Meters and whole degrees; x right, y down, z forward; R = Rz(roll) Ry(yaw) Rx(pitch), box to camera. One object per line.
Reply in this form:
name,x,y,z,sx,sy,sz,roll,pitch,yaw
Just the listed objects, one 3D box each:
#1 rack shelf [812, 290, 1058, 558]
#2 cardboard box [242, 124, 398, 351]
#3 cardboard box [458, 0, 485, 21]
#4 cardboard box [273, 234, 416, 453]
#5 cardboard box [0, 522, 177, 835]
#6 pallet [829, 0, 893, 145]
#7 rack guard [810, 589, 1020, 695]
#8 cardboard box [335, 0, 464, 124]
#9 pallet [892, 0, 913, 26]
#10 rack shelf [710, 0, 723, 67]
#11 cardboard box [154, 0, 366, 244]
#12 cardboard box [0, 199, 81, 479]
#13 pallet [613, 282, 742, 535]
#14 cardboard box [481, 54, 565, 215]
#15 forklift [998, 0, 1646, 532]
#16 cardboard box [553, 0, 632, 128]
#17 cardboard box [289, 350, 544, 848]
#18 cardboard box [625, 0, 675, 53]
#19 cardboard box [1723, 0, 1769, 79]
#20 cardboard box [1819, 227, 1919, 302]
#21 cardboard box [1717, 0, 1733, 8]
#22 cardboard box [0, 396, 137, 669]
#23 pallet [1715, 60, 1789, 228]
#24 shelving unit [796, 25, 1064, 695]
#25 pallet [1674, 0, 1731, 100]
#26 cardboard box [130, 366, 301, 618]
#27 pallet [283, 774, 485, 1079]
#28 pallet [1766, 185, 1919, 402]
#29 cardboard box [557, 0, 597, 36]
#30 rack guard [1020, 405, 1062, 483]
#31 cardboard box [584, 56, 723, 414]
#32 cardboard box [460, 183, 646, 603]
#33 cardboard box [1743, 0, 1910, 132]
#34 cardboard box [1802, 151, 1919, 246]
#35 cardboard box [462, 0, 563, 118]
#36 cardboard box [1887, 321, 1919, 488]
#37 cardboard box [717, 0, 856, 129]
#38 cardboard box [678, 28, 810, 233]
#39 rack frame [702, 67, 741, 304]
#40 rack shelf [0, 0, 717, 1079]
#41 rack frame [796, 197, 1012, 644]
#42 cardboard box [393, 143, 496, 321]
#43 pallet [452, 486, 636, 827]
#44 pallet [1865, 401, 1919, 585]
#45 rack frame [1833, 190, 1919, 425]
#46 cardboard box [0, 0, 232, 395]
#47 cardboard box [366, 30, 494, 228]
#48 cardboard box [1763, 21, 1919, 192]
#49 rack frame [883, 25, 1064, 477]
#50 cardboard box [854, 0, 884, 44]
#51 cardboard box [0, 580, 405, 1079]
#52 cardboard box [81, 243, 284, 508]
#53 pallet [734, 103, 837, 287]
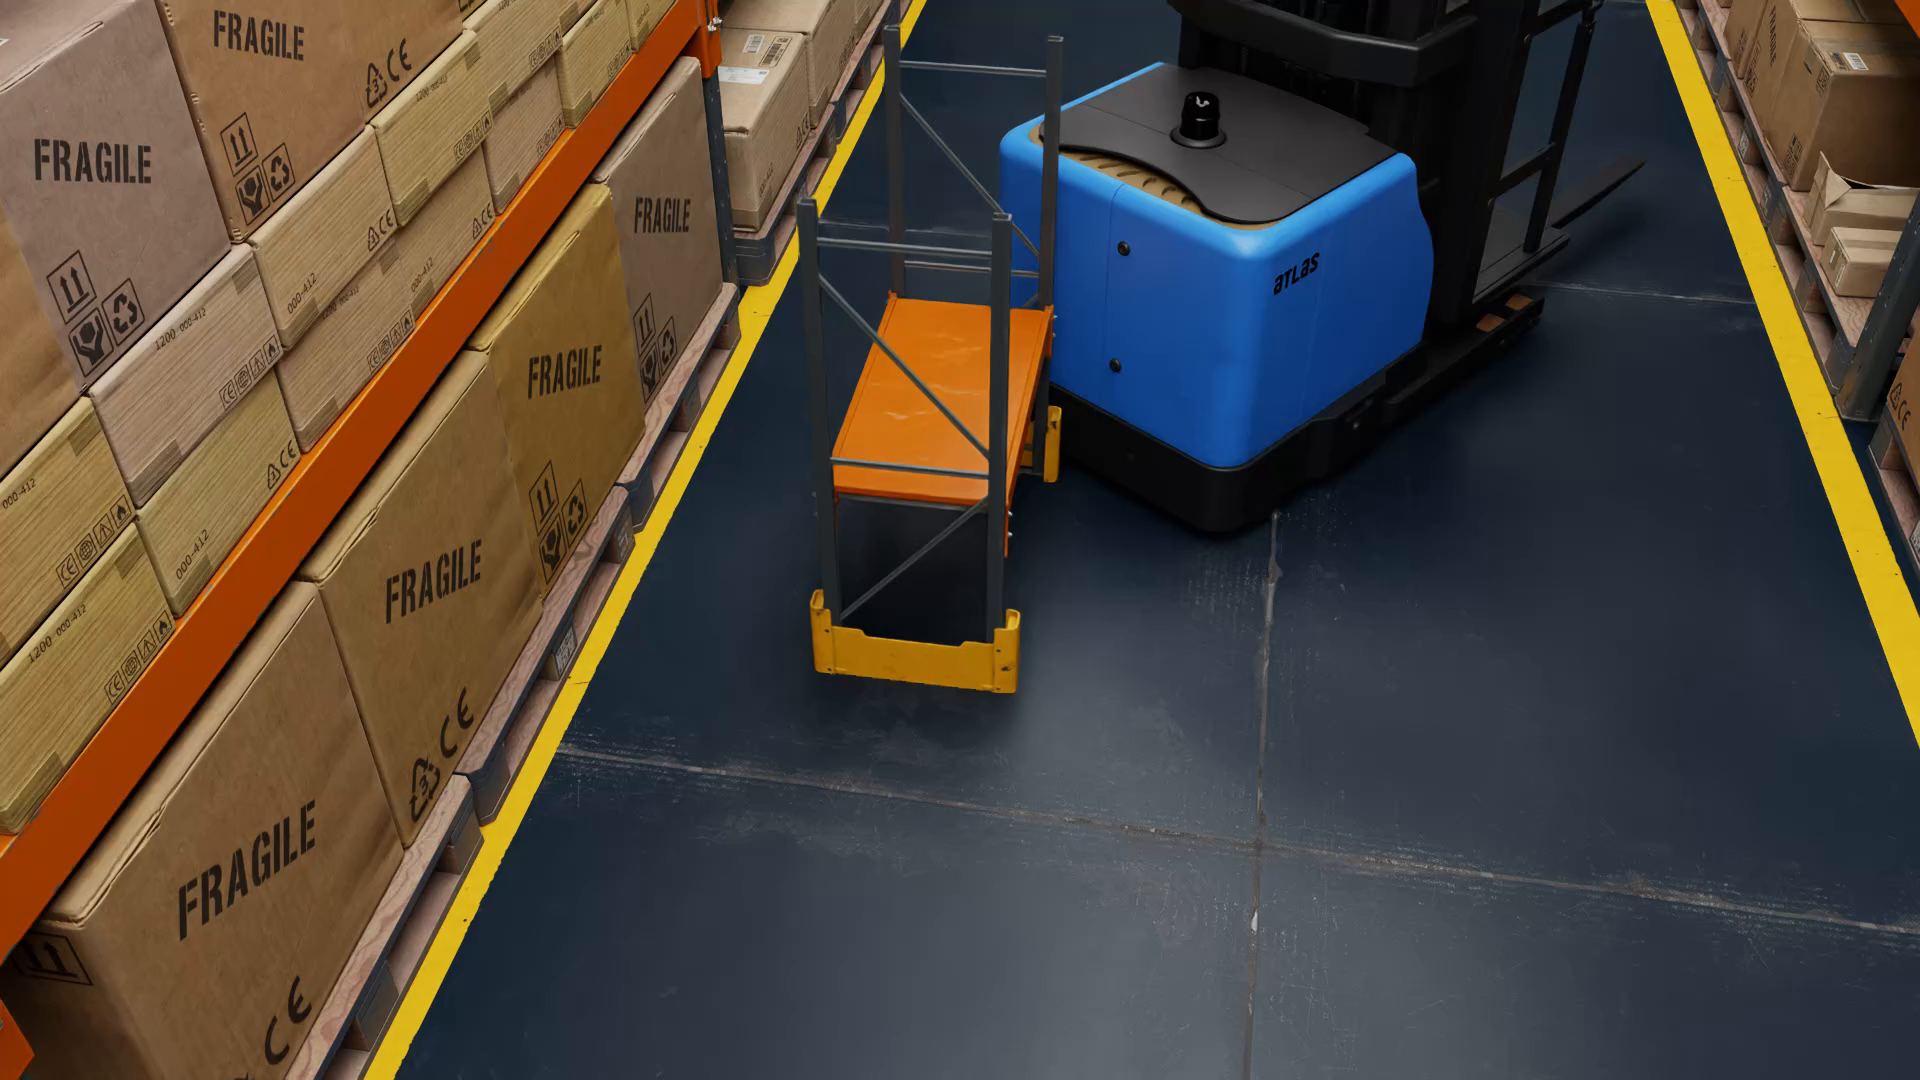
rack shelf,-0.047,-0.362,4.794,0.538,0.185,1.000,6,40,7
cardboard box,-1.515,-0.645,3.402,0.500,0.250,0.500,6,40,8
cardboard box,-1.362,-1.569,3.930,0.500,0.500,0.500,8,40,9
cardboard box,-1.534,-0.458,3.568,0.500,0.250,0.500,8,40,9
cardboard box,-1.702,0.194,2.779,0.500,0.250,0.500,6,40,7
pallet,-0.925,-2.256,7.813,1.003,0.211,1.213,6,40,8
rack guard,-0.126,0.288,4.706,0.587,0.250,0.087,6,40,7
cardboard box,-1.436,-1.242,3.535,0.500,0.500,0.500,7,40,8
pallet,-0.711,-3.020,8.737,1.003,0.211,1.213,6,40,8
rack shelf,-0.996,-3.072,7.176,1.077,0.370,4.000,6,40,8
cardboard box,-1.527,-0.926,3.153,0.500,0.500,0.500,7,40,9
cardboard box,-1.708,-0.290,2.384,0.500,0.500,0.500,5,40,6
pallet,-1.402,-0.527,5.722,1.003,0.211,1.213,6,40,8
cardboard box,-1.367,-1.093,4.336,0.500,0.250,0.500,5,40,6
forklift,1.500,-1.989,5.355,1.130,2.935,3.031,32,49,33
cardboard box,-1.261,-1.408,4.716,0.500,0.250,0.500,6,40,7
cardboard box,-1.675,0.089,4.126,0.875,0.875,0.875,7,40,8
cardboard box,-1.172,-1.727,5.103,0.500,0.250,0.500,5,40,7
cardboard box,3.854,-2.353,7.374,0.700,0.500,0.500,8,40,9
cardboard box,3.354,-0.995,6.007,0.380,0.149,0.250,5,40,6
cardboard box,4.040,-2.886,8.016,0.797,0.503,0.637,5,40,6
cardboard box,-1.703,-0.010,2.633,0.500,0.250,0.500,6,40,7
pallet,3.876,-1.673,7.109,1.003,0.211,1.213,6,40,8
shelving unit,-0.045,-0.507,4.686,0.587,1.500,1.083,6,40,7
pallet,4.089,-2.437,8.032,1.003,0.211,1.213,6,40,8
cardboard box,-1.630,-0.130,3.171,0.500,0.250,0.500,5,40,6
pallet,-1.824,1.004,3.870,1.003,0.211,1.213,6,40,8
pallet,3.667,-0.905,6.180,1.003,0.211,1.213,6,40,8
cardboard box,-1.258,-1.611,4.570,0.500,0.250,0.500,7,40,9
rack guard,0.036,-0.338,5.463,0.587,0.250,0.087,6,40,7
cardboard box,-1.371,-1.039,5.491,0.875,0.875,0.875,8,40,9
cardboard box,-1.519,-0.472,4.804,0.875,0.875,0.875,7,40,9
cardboard box,3.664,-2.032,6.986,0.500,0.500,0.500,7,40,8
cardboard box,3.416,-1.264,6.240,0.396,0.266,0.258,8,40,9
cardboard box,-1.342,-1.285,4.176,0.500,0.250,0.500,7,40,9
cardboard box,3.242,-0.469,5.095,0.500,0.500,0.500,8,40,10
cardboard box,-0.974,-2.213,7.254,0.875,0.438,0.875,5,40,6
cardboard box,-1.128,-1.651,6.574,0.875,0.438,0.875,6,40,7
rack frame,-1.342,-2.094,5.429,1.000,3.000,0.127,6,40,8
rack shelf,-1.688,-0.562,4.140,1.077,0.370,4.000,6,40,8
rack frame,-0.129,-0.182,4.293,0.500,1.500,0.032,6,40,7
cardboard box,-1.452,-0.769,3.943,0.500,0.250,0.500,6,40,8
pallet,-1.610,0.241,4.793,1.003,0.211,1.213,6,40,8
pallet,3.444,0.040,5.036,1.003,0.211,1.213,6,40,8
rack frame,3.547,-1.549,4.770,1.000,3.000,0.127,6,40,8
cardboard box,-1.632,-0.603,2.762,0.500,0.500,0.500,7,40,8
cardboard box,-1.414,-0.962,3.785,0.500,0.250,0.500,7,40,8
cardboard box,3.674,-1.701,6.586,0.700,0.500,0.500,5,40,6
rack frame,0.036,-0.821,5.066,0.500,1.500,0.032,6,40,7
cardboard box,-0.816,-2.779,7.938,0.875,0.438,0.875,7,40,9
cardboard box,-1.833,0.649,3.449,0.875,0.875,0.875,6,40,7
cardboard box,-1.613,-0.334,3.025,0.500,0.250,0.500,7,40,9
pallet,-1.134,-1.488,6.884,1.003,0.211,1.213,6,40,8
